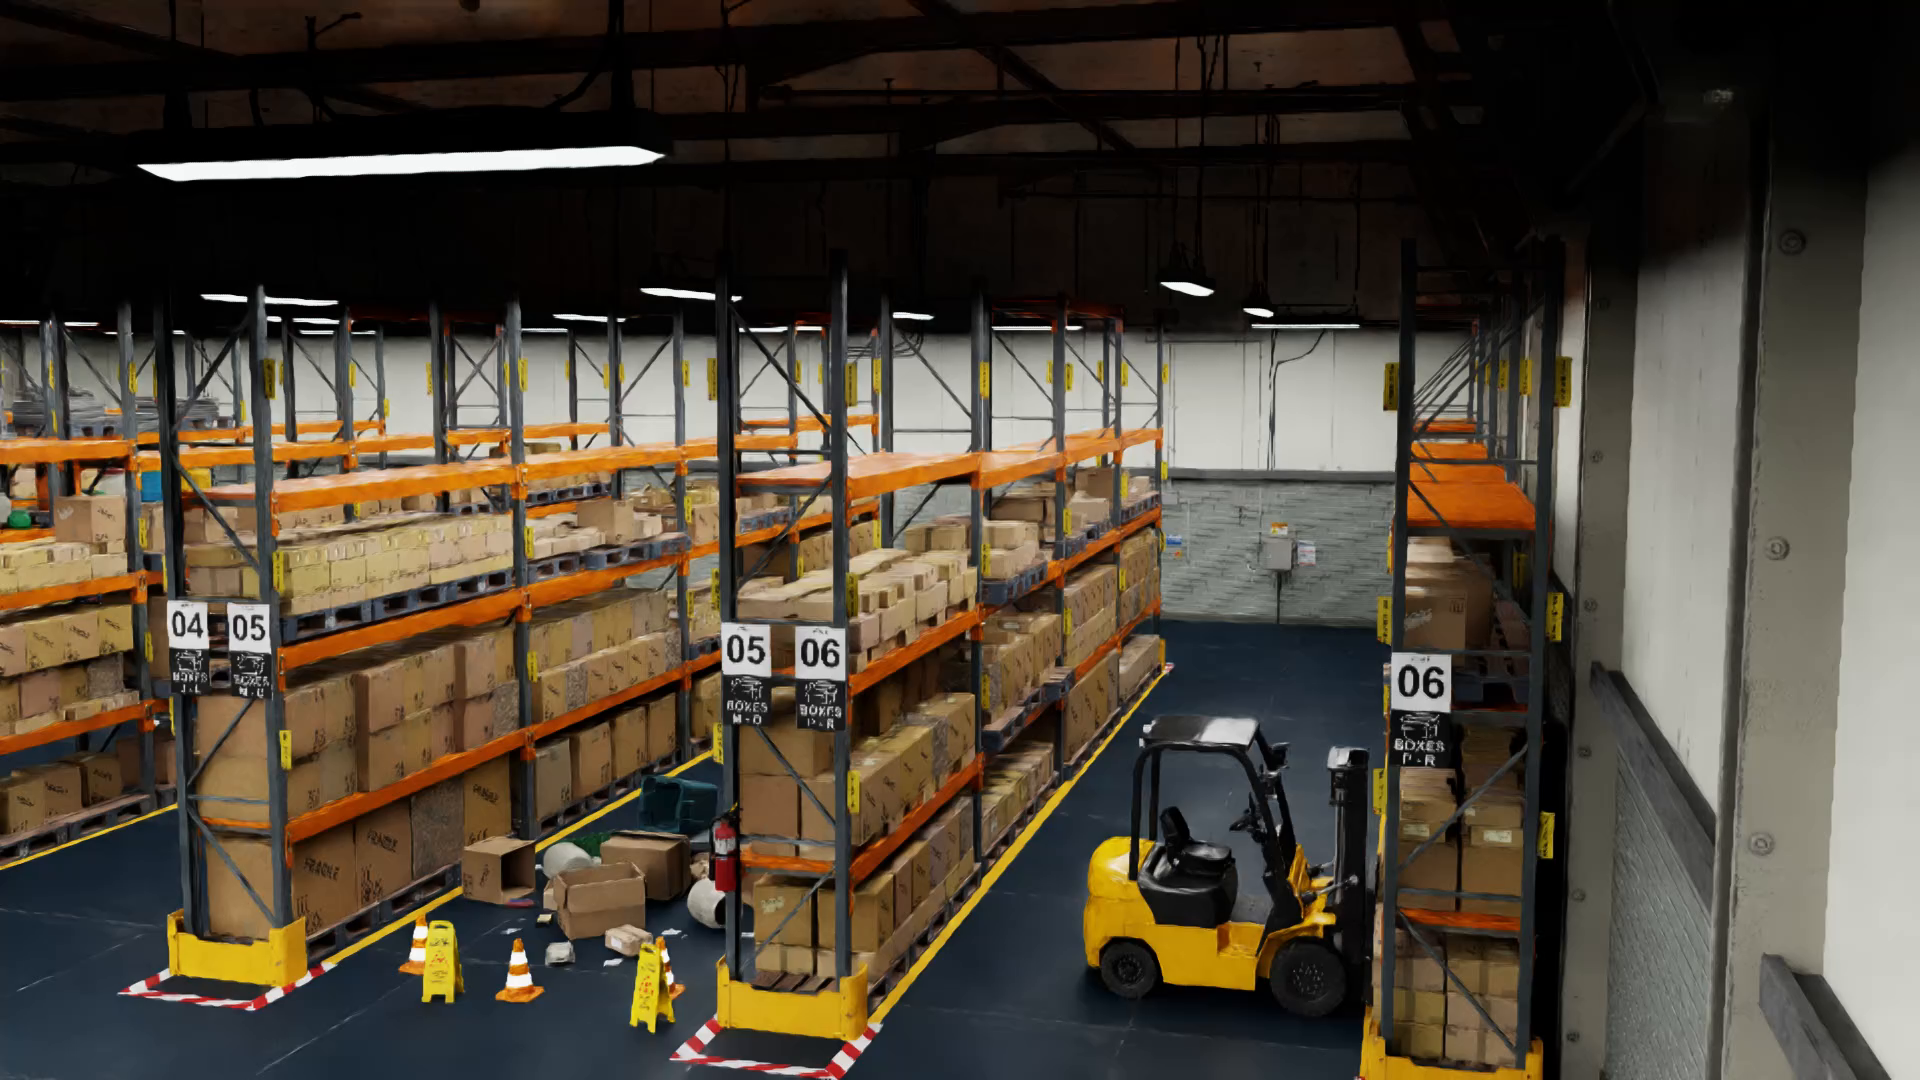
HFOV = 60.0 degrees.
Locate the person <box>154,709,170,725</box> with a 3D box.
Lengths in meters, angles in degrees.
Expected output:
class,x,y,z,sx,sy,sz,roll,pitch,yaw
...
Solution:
class,x,y,z,sx,sy,sz,roll,pitch,yaw
person,-11.512,1.789,23.923,0.454,1.679,0.538,-1,6,-10
